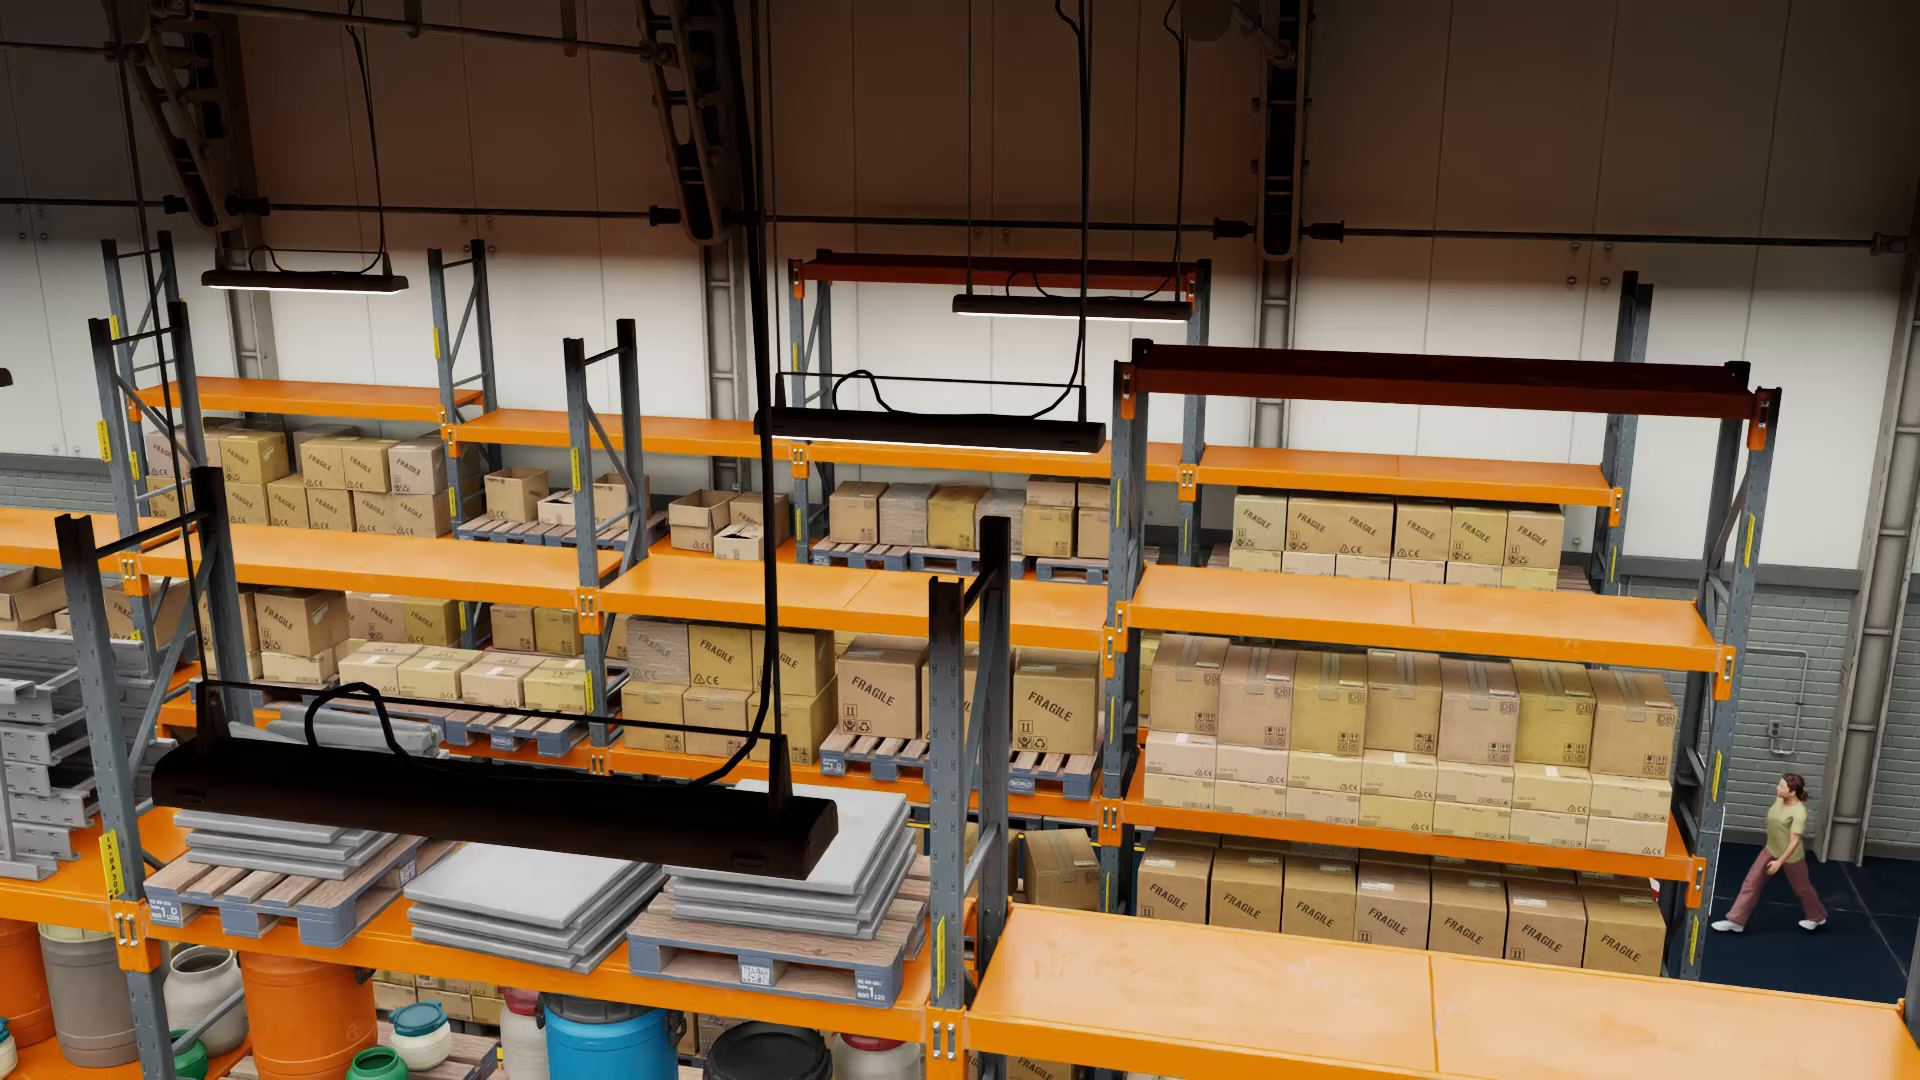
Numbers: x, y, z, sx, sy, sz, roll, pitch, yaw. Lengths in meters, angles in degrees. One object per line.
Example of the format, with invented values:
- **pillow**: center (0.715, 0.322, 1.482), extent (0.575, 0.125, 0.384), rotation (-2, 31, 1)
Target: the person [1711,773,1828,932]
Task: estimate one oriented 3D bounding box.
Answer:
- **person**: center (7.639, 2.914, 15.457), extent (1.106, 1.603, 0.453), rotation (-4, 17, -13)
